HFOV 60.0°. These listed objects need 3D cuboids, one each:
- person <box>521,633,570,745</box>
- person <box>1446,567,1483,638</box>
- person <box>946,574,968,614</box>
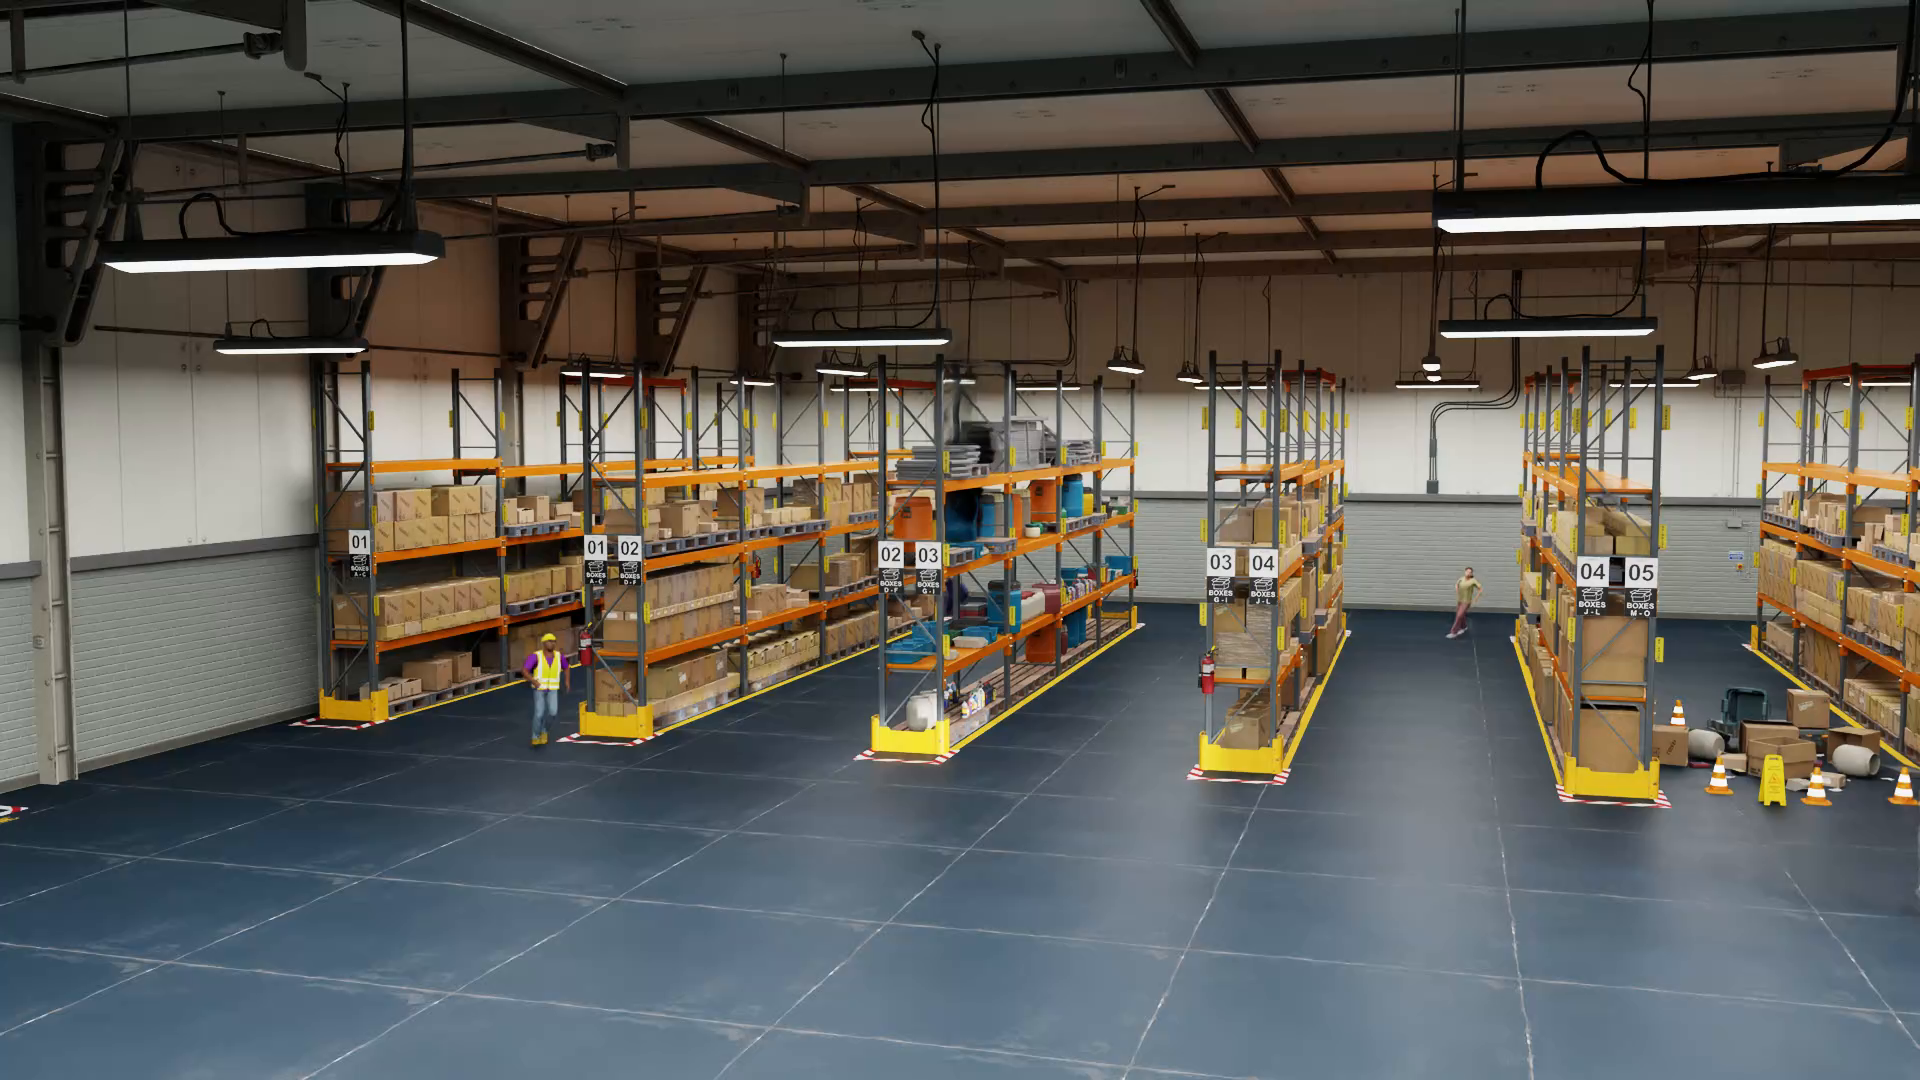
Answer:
[{"bbox_3d":[-6.352,2.304,25.630,0.776,1.718,0.565,-2,5,-28],"label":"person"},{"bbox_3d":[11.643,1.428,38.303,0.913,1.635,0.672,-4,5,-41],"label":"person"},{"bbox_3d":[-0.133,1.124,42.986,0.618,1.626,0.578,4,6,44],"label":"person"}]
